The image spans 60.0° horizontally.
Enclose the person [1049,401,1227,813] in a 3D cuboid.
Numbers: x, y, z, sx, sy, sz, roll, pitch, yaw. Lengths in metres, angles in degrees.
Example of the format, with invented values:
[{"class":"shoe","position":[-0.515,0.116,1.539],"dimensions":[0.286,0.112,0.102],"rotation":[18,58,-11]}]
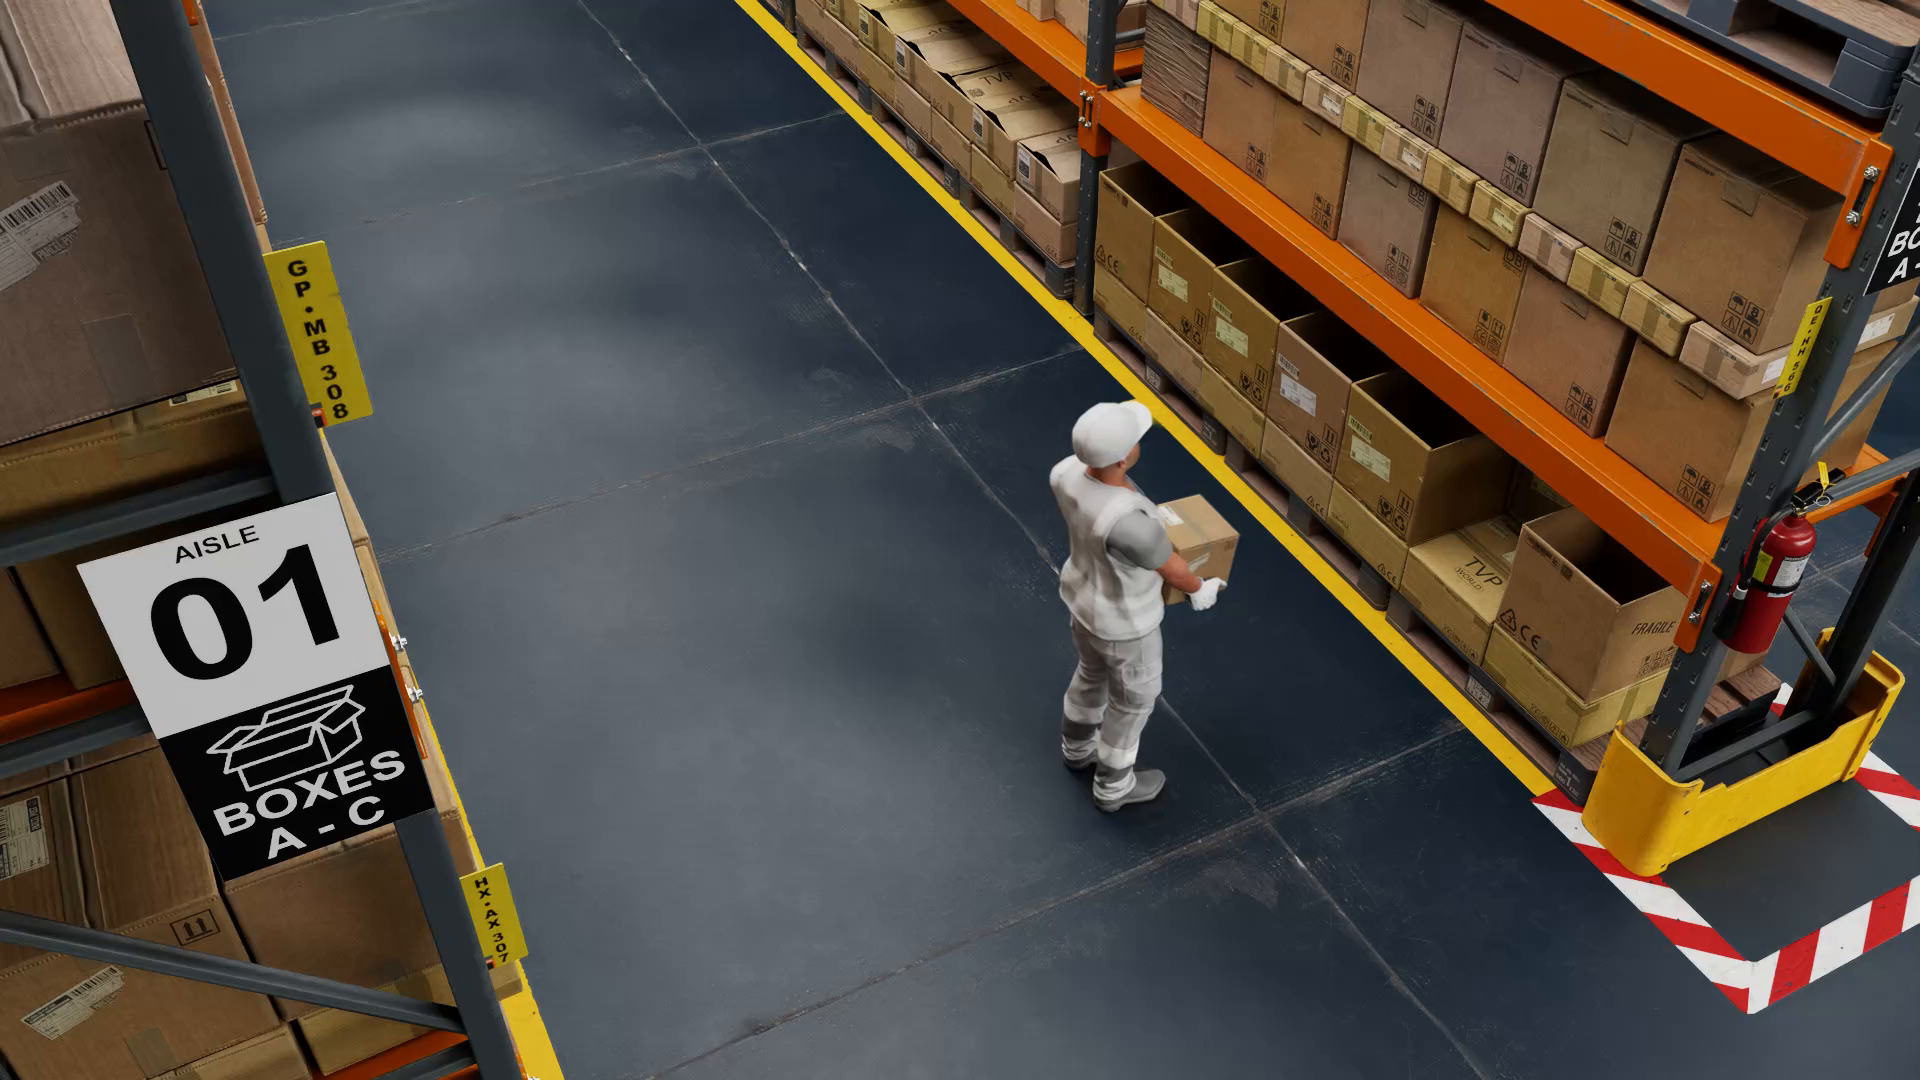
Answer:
[{"class":"person","position":[0.621,0.207,5.906],"dimensions":[0.563,1.783,0.494],"rotation":[-19,44,-20]}]
